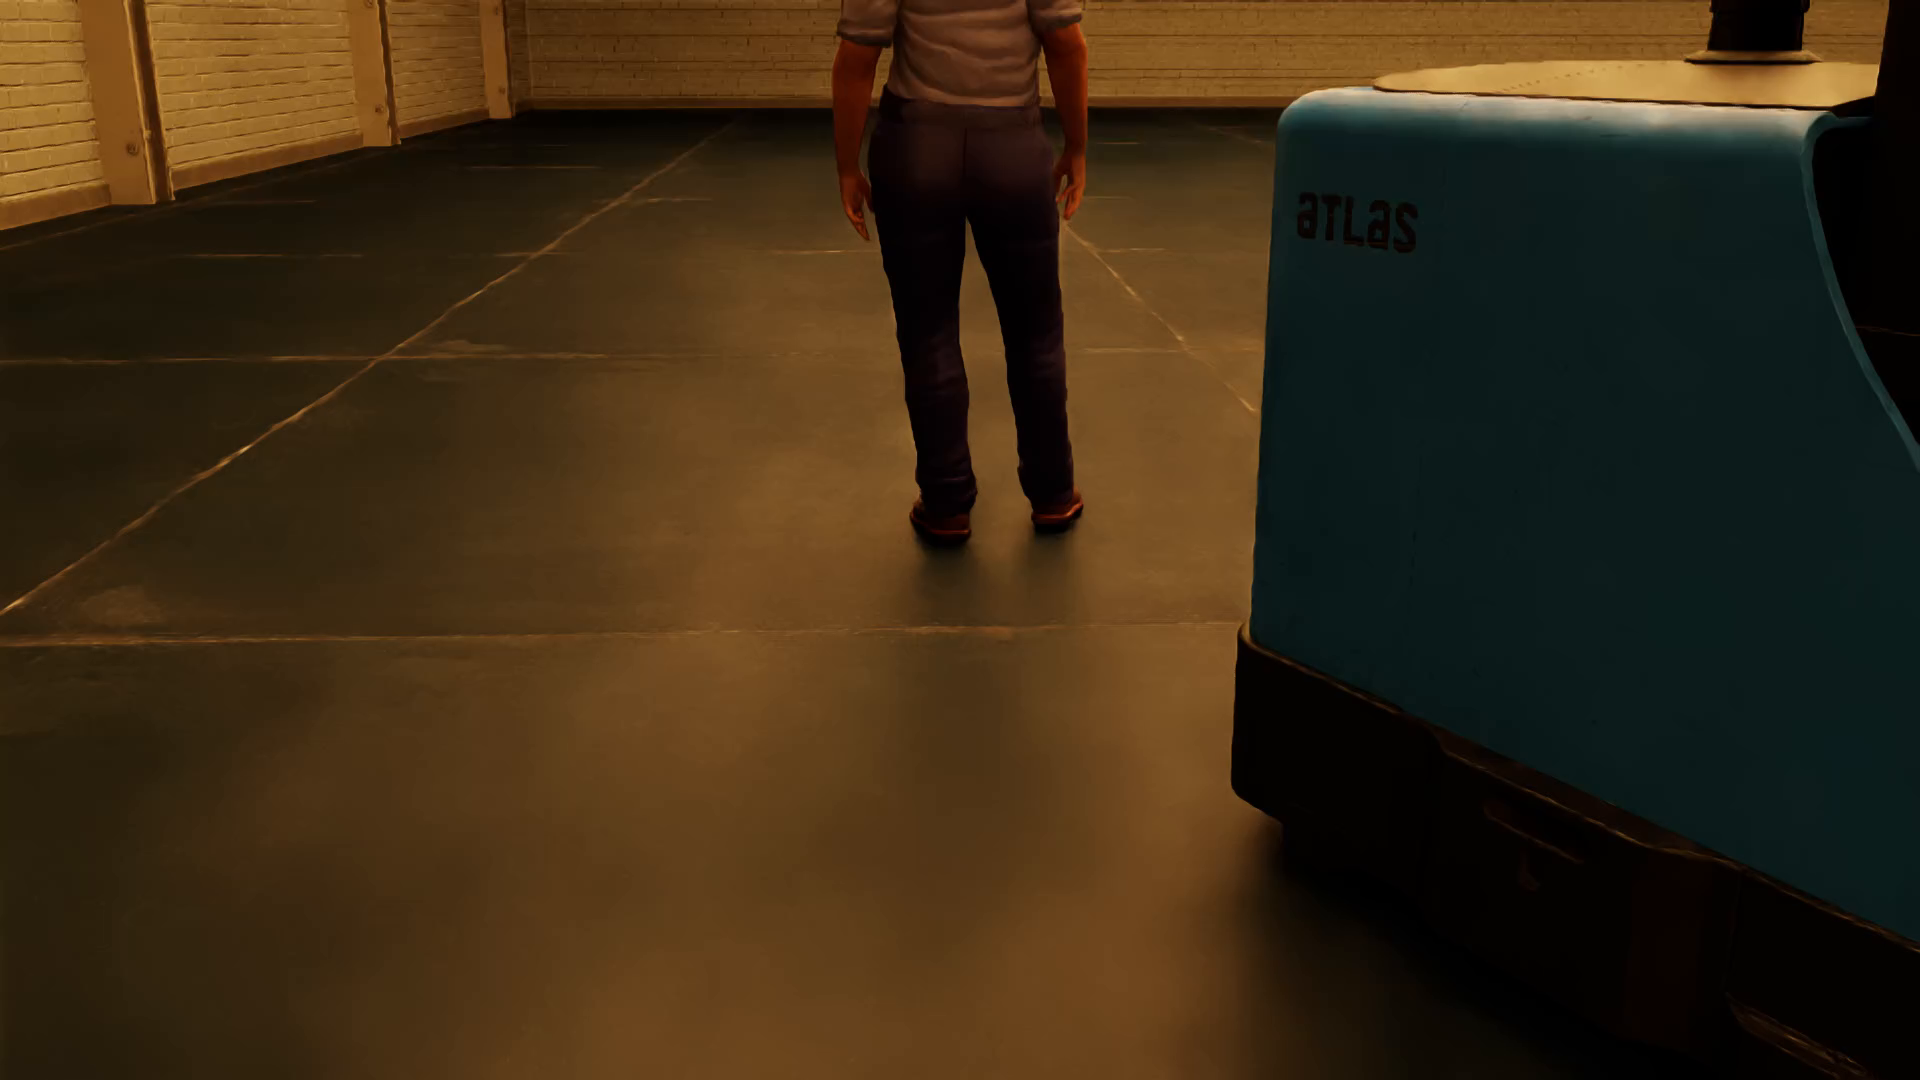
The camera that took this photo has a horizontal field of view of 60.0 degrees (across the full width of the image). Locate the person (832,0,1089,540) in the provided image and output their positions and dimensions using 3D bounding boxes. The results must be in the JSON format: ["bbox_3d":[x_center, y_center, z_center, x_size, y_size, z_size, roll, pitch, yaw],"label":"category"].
[{"bbox_3d":[0.018,-0.821,3.762,0.599,1.650,0.502,-1,17,-3],"label":"person"}]

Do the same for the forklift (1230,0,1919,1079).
[{"bbox_3d":[1.597,-0.677,1.122,1.130,2.935,3.031,-10,20,-30],"label":"forklift"}]
